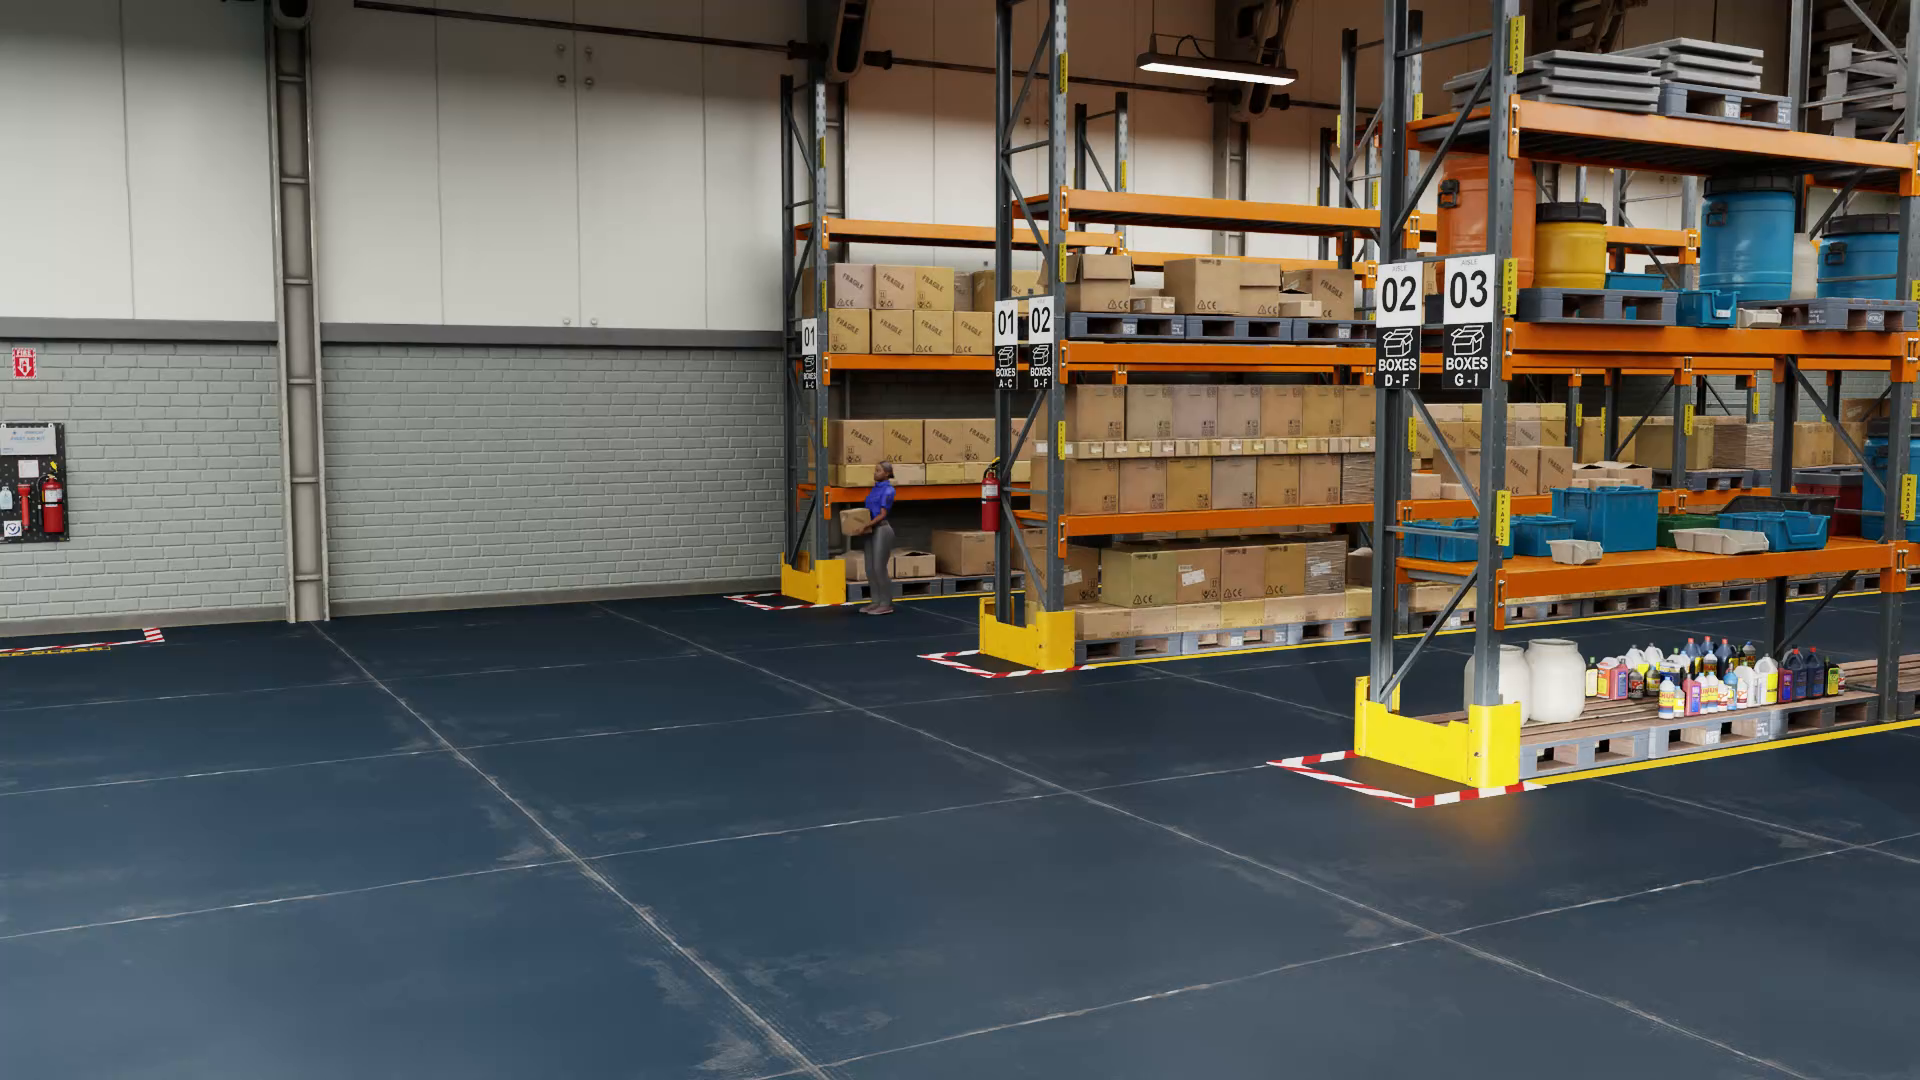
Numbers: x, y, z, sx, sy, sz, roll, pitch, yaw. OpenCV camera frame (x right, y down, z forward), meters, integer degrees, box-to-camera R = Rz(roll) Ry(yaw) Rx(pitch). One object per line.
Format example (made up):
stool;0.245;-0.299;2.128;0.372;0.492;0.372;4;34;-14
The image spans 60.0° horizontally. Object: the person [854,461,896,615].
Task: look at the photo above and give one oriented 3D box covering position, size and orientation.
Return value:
person;-0.946;-0.028;17.900;0.517;1.647;0.450;-2;6;-25
